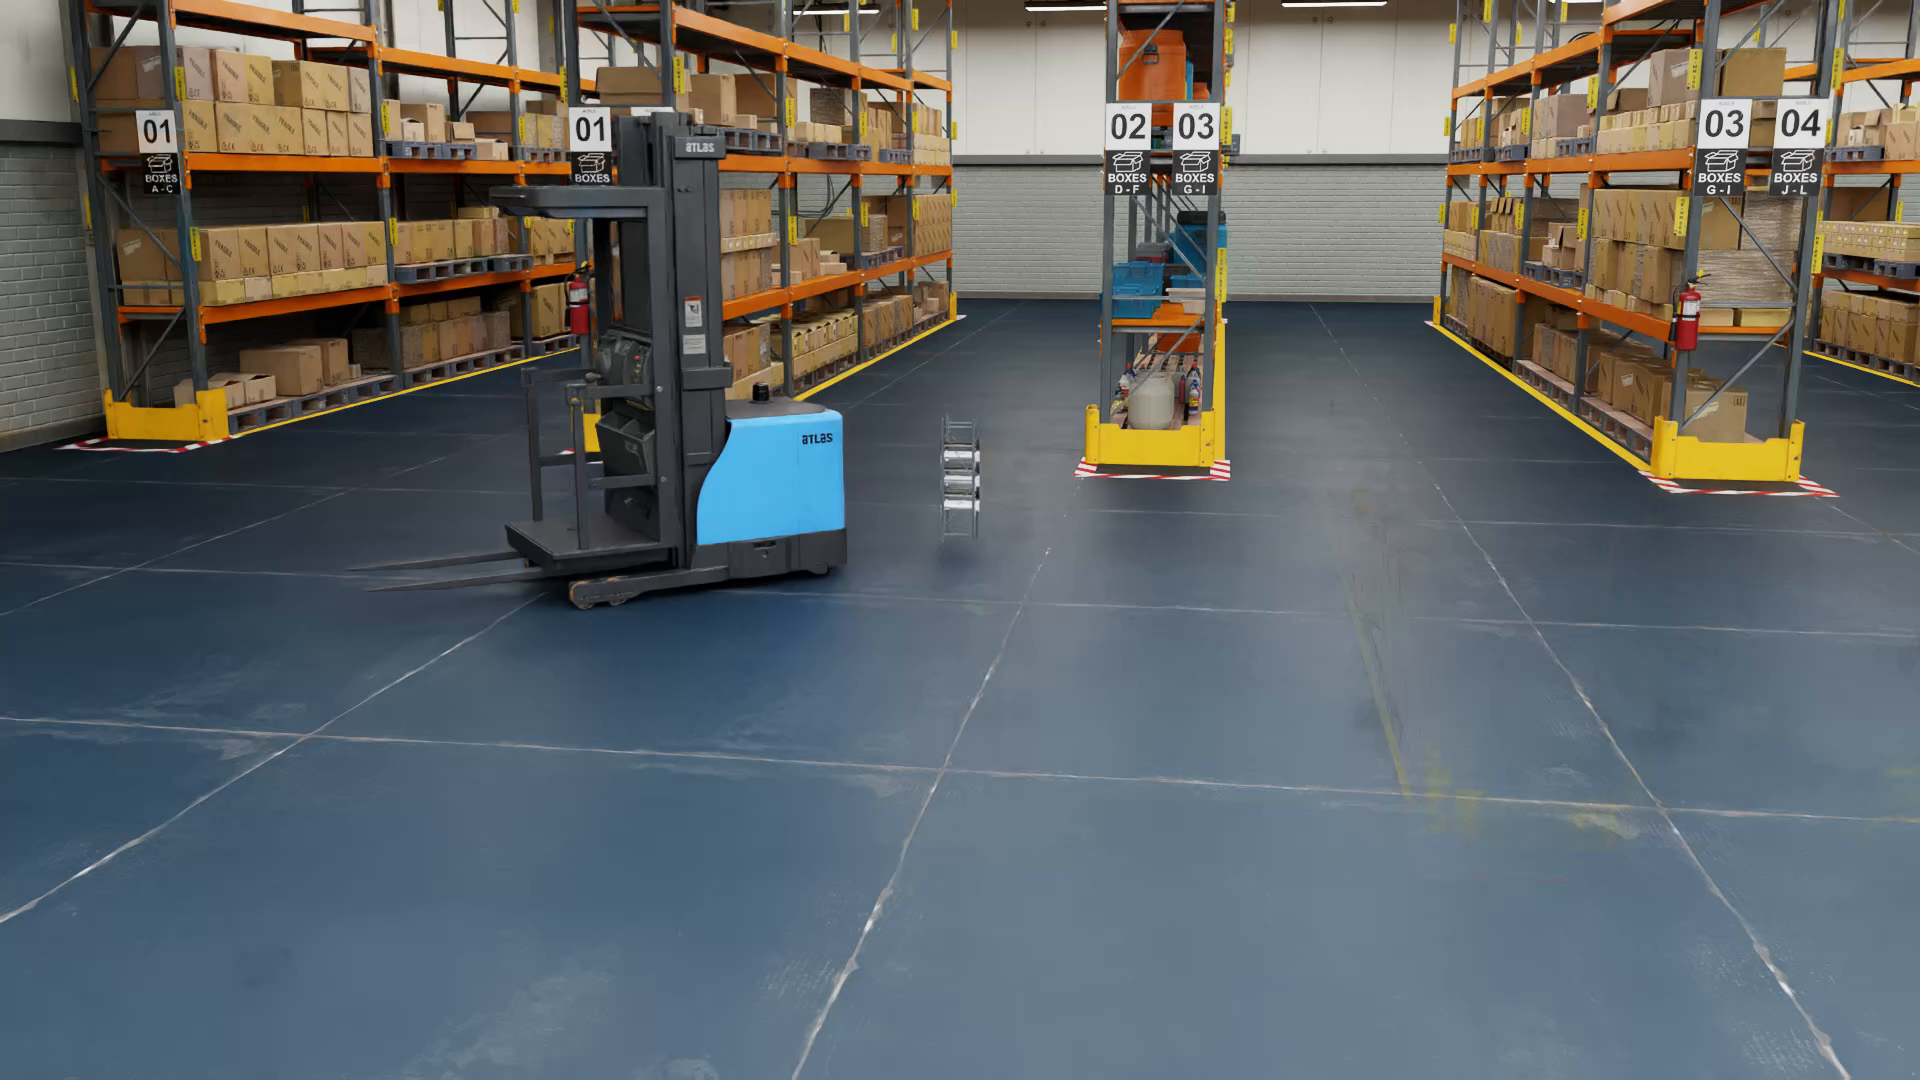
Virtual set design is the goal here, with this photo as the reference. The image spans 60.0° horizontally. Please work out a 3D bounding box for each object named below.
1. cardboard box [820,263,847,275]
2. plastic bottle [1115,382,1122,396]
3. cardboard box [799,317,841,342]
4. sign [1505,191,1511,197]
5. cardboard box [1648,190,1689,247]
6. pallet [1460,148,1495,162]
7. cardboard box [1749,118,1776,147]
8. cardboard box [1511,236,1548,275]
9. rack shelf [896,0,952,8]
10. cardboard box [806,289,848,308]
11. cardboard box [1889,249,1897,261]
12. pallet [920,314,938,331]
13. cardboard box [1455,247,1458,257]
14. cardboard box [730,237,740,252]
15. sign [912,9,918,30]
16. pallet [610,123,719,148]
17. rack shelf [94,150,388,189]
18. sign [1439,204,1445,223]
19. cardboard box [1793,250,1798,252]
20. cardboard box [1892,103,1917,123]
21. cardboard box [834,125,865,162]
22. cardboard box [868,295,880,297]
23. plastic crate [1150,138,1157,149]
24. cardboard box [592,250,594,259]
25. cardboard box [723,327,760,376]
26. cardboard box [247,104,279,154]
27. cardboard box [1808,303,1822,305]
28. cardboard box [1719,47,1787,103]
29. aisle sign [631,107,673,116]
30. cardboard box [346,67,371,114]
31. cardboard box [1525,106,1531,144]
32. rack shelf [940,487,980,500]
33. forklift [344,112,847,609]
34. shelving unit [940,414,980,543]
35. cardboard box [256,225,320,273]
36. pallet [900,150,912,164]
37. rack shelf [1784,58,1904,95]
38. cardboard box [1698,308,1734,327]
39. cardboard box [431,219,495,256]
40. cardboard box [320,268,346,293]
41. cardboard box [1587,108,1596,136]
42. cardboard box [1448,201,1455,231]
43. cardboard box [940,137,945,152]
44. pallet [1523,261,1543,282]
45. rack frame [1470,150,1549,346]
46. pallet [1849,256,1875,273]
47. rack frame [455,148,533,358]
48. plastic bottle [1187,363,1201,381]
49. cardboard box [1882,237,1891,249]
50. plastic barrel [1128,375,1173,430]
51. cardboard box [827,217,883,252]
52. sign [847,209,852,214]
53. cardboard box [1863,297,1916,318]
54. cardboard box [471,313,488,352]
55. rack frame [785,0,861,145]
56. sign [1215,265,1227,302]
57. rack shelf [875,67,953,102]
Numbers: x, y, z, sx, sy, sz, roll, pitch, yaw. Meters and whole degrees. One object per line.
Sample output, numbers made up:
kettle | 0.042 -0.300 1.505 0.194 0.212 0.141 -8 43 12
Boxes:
cardboard box | -1.747 -3.674 22.519 0.380 0.149 0.250 2 12 9
plastic bottle | 1.631 -1.475 17.122 0.061 0.283 0.133 2 12 10
cardboard box | -1.873 -2.798 22.056 0.500 0.311 0.500 2 12 8
sign | 9.670 -5.998 29.395 0.100 0.325 0.005 2 12 9
cardboard box | 6.587 -2.916 15.087 0.500 0.500 0.500 2 12 9
pallet | 8.847 -6.350 27.430 1.003 0.211 1.213 2 12 9
cardboard box | 7.005 -3.491 14.308 0.500 0.250 0.500 2 12 10
cardboard box | 7.737 -3.831 22.413 0.500 0.500 0.500 2 12 10
rack shelf | -0.959 -9.448 28.292 1.077 0.370 4.000 2 12 9
cardboard box | -1.966 -3.567 24.534 0.500 0.250 0.500 2 12 11
cardboard box | 12.453 -3.741 21.834 0.380 0.149 0.250 2 12 8
pallet | -0.975 -3.860 29.405 1.003 0.211 1.213 2 12 9
cardboard box | 8.520 -4.831 27.884 0.380 0.149 0.250 2 12 7
cardboard box | -2.562 -3.143 17.682 0.380 0.149 0.250 2 12 11
sign | -0.718 -8.276 26.441 0.100 0.325 0.005 2 12 9
pallet | -2.978 -3.897 16.048 1.003 0.211 1.213 2 12 9
rack shelf | -7.700 -4.019 18.108 1.077 0.370 4.000 2 12 9
sign | 8.589 -5.818 29.627 0.100 0.325 0.005 2 12 9
cardboard box | 13.283 -4.735 25.899 0.500 0.500 0.500 2 12 7
cardboard box | 12.774 -5.740 22.334 0.396 0.266 0.258 2 12 9
cardboard box | -1.848 -5.600 23.502 0.910 0.500 0.500 2 12 9
cardboard box | -1.582 -3.726 27.053 0.500 0.500 0.500 1 12 6
plastic crate | 1.777 -4.032 16.500 0.392 0.384 0.575 2 12 9
cardboard box | -6.017 -4.630 26.908 0.380 0.149 0.250 2 12 9
cardboard box | -2.514 -2.077 18.260 0.500 0.500 0.500 2 12 9
cardboard box | -7.515 -4.293 17.389 0.500 0.500 0.500 2 12 11
cardboard box | 13.352 -3.665 26.239 0.380 0.149 0.250 2 12 11
cardboard box | 7.171 -4.211 15.165 0.500 0.500 0.500 2 12 8
aisle sign | -2.820 -3.575 15.292 0.394 0.787 0.004 2 12 9
cardboard box | -7.202 -5.221 19.321 0.500 0.500 0.500 1 12 4
cardboard box | 7.929 -5.523 22.138 0.797 0.503 0.637 3 12 12
rack shelf | 0.001 -0.321 11.932 0.258 0.077 0.200 2 12 9
forklift | -2.280 -1.143 10.338 3.031 2.935 1.130 -7 14 -29
shelving unit | 0.001 -0.442 11.906 0.258 0.900 0.210 2 12 9
cardboard box | -7.398 -3.198 18.241 0.500 0.500 0.500 2 12 10
pallet | -1.436 -6.067 26.351 1.213 0.211 1.003 2 12 9
rack shelf | 13.714 -7.318 26.306 1.077 0.370 4.000 2 12 9
cardboard box | 6.515 -1.949 14.515 0.380 0.149 0.250 2 12 9
cardboard box | -6.899 -4.202 23.087 0.700 0.500 0.500 1 12 3
cardboard box | -7.313 -2.940 18.822 0.500 0.250 0.500 2 12 8
cardboard box | 7.605 -4.852 19.024 0.797 0.503 0.637 2 12 11
cardboard box | 8.719 -5.580 28.636 0.500 0.500 0.500 2 12 7
cardboard box | -0.555 -7.077 29.760 0.500 0.250 0.500 2 12 9
pallet | 7.902 -3.426 21.225 1.213 0.211 1.003 2 12 9
rack frame | 8.521 -4.504 25.773 1.000 3.000 0.127 2 12 9
pallet | 13.055 -3.809 23.005 1.003 0.211 1.213 2 12 9
rack frame | -6.777 -4.153 24.144 1.000 3.000 0.127 2 12 9
plastic bottle | 2.582 -1.776 18.358 0.144 0.351 0.185 2 12 7
cardboard box | 12.495 -3.946 22.075 0.380 0.149 0.250 2 12 10
plastic barrel | 1.807 -1.295 15.792 0.421 0.512 0.421 0 12 0
cardboard box | -1.567 -4.566 24.828 0.700 0.500 0.500 4 13 19
sign | -1.804 -5.265 27.249 0.100 0.325 0.005 2 12 9
cardboard box | 12.798 -3.201 22.884 0.500 0.250 0.500 2 12 10
cardboard box | -7.031 -2.891 23.177 0.700 0.500 0.500 2 12 9
rack frame | -1.882 -6.926 22.771 1.000 3.000 0.127 2 12 9
sign | 2.324 -2.283 14.811 0.100 0.325 0.005 2 12 9
rack shelf | -0.959 -7.822 28.642 1.077 0.370 4.000 2 12 9
